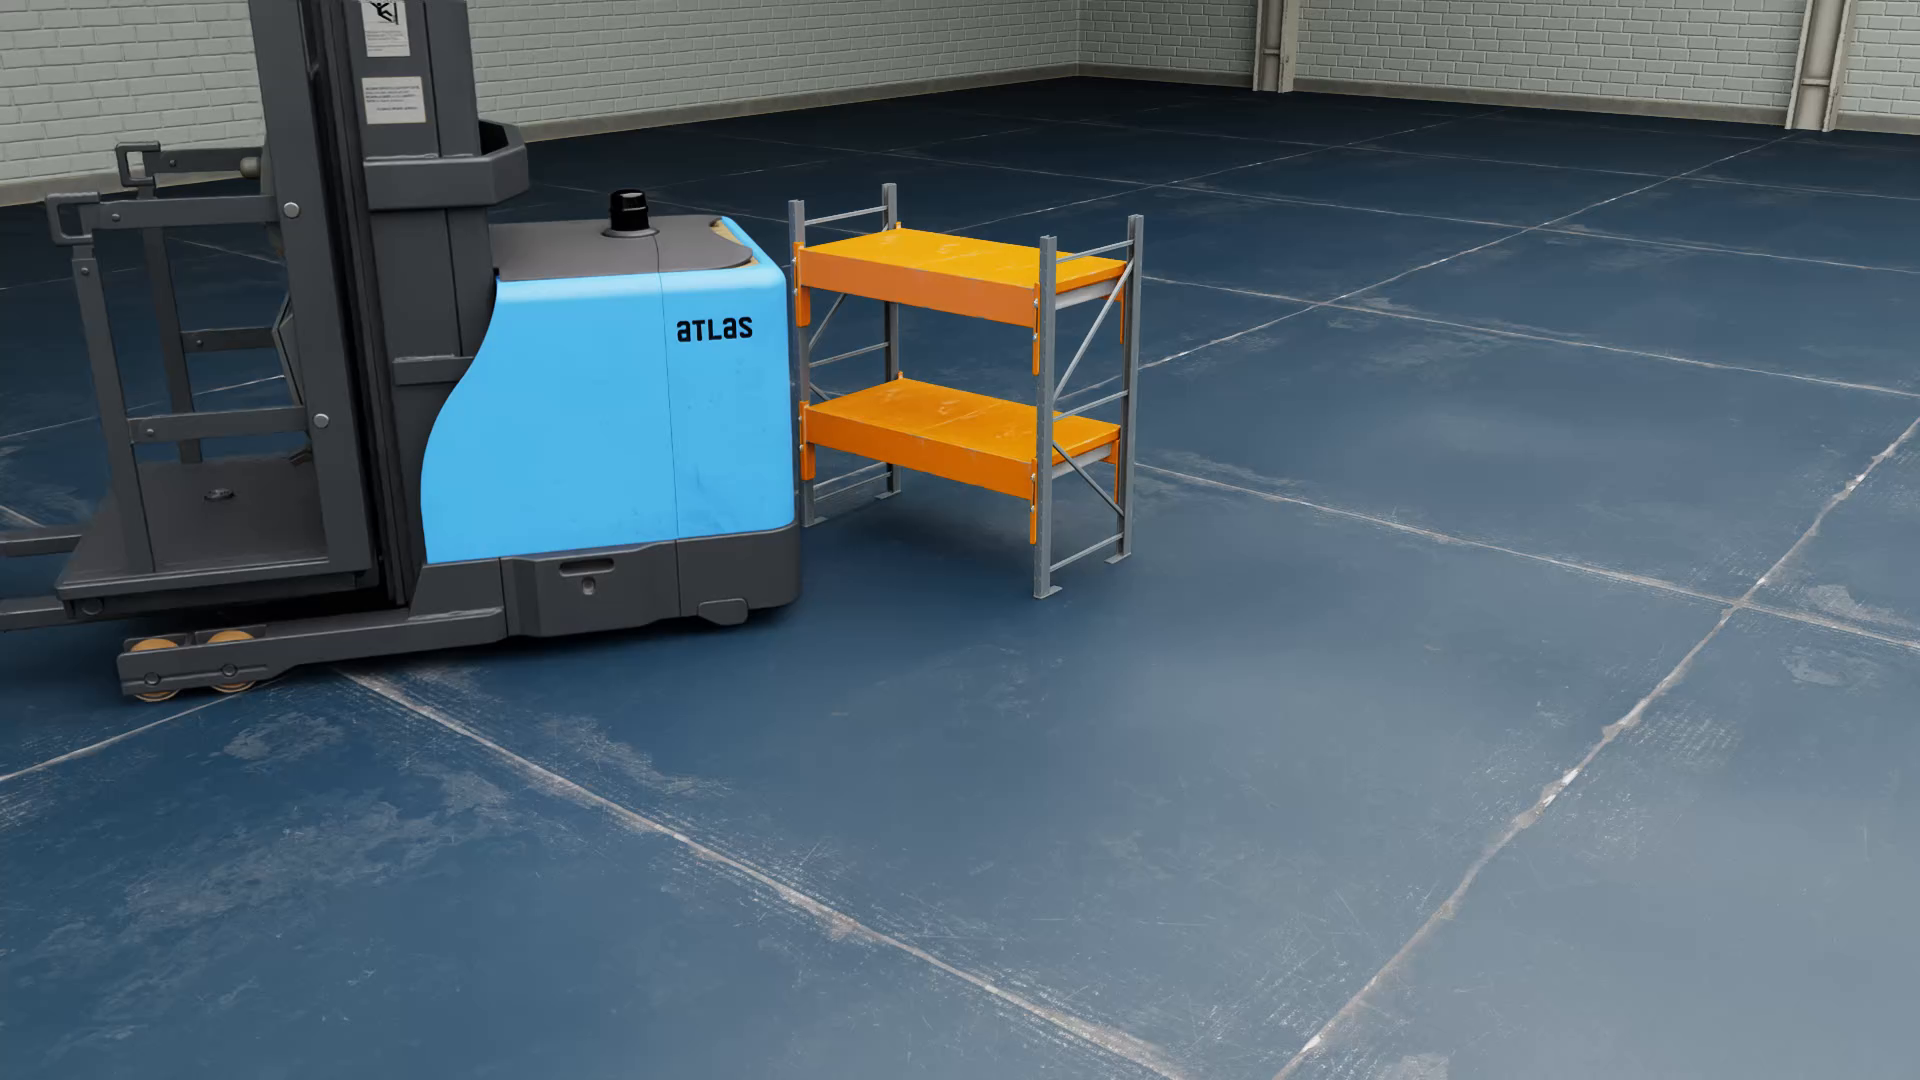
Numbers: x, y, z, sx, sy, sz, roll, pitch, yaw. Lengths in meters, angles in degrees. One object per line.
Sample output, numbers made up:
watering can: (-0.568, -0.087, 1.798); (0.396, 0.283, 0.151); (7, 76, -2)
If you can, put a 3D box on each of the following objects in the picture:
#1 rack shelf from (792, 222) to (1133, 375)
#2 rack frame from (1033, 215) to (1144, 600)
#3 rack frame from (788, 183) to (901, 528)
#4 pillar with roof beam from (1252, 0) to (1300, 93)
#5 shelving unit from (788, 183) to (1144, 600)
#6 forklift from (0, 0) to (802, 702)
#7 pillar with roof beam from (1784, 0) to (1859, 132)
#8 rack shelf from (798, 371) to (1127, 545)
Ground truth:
rack shelf: (0.005, -0.799, 5.362); (1.000, 0.278, 0.538); (16, 26, 36)
rack frame: (0.399, -0.411, 5.165); (0.032, 1.125, 0.500); (16, 26, 36)
rack frame: (-0.389, -0.638, 5.766); (0.032, 1.125, 0.500); (16, 26, 36)
pillar with roof beam: (1.047, -8.446, 15.311); (0.400, 9.000, 9.100); (16, 26, 36)
shelving unit: (0.005, -0.525, 5.466); (1.048, 1.125, 0.538); (16, 26, 36)
forklift: (-2.055, -1.141, 4.541); (3.031, 2.935, 1.130); (-6, 21, -15)
pillar with roof beam: (5.695, -7.107, 11.761); (0.400, 9.000, 9.100); (16, 26, 36)
rack shelf: (0.005, -0.296, 5.552); (1.000, 0.278, 0.538); (16, 26, 36)
